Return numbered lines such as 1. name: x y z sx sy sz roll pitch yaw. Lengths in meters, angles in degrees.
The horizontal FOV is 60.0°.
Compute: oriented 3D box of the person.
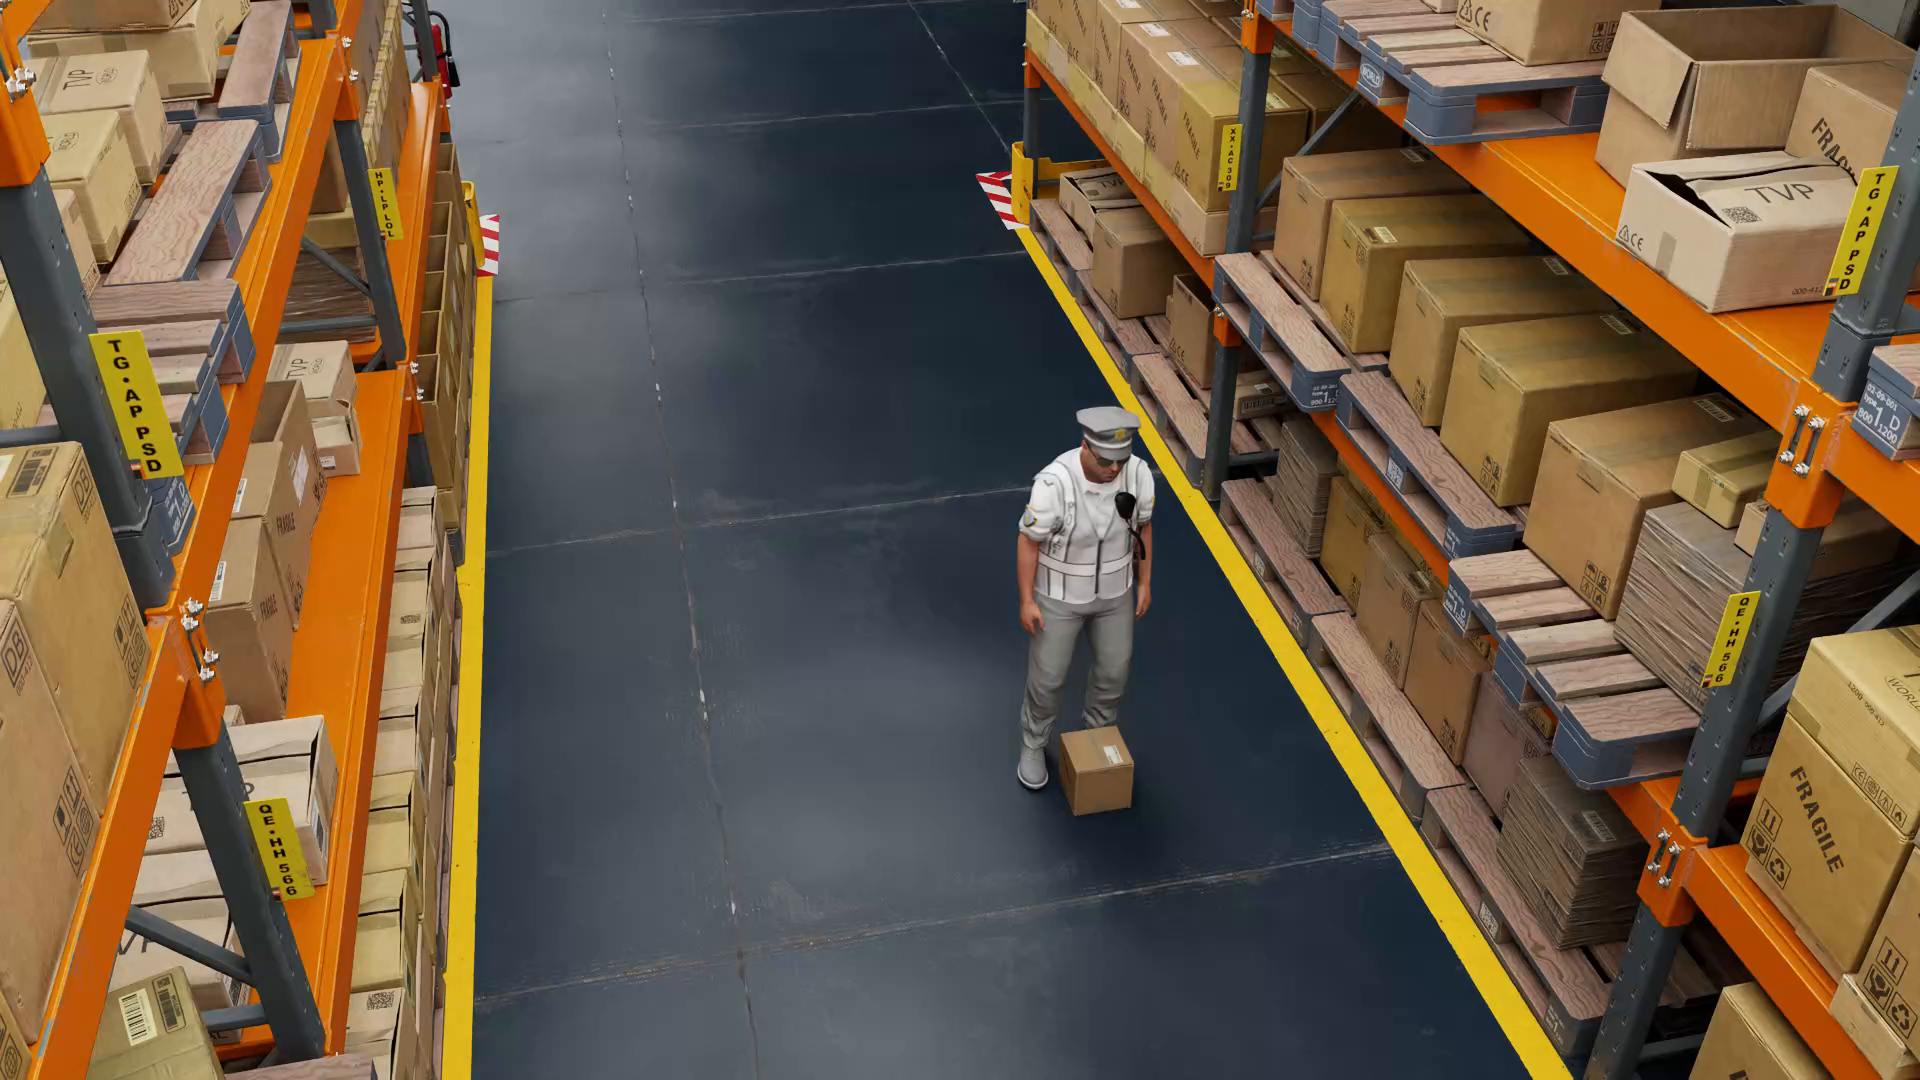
1. person: 0.508 0.204 6.835 0.597 1.747 0.443 -9 35 -13
